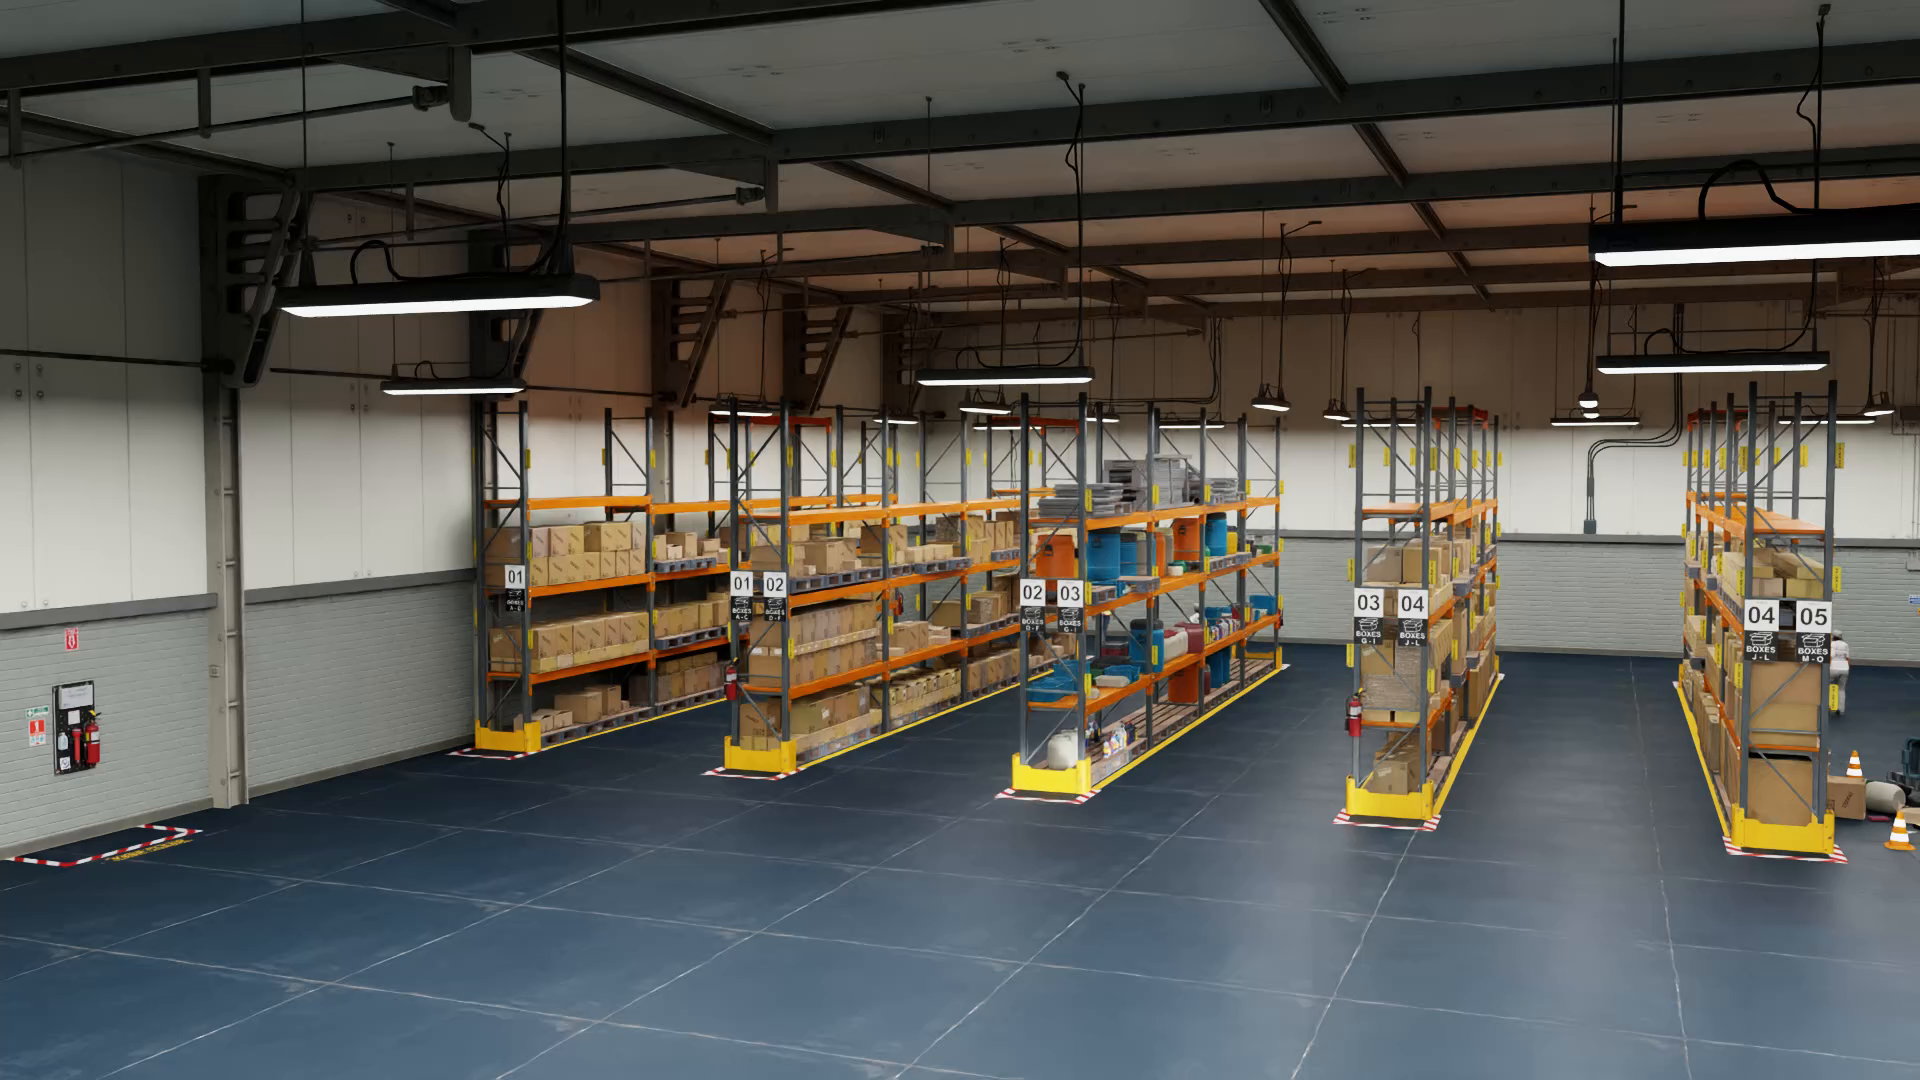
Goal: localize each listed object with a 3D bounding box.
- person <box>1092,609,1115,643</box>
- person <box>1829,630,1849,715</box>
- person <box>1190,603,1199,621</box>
[{"bbox_3d":[3.836,1.969,44.304,0.583,1.698,1.109,0,3,-8],"label":"person"},{"bbox_3d":[17.148,2.609,32.556,0.522,1.702,0.432,0,3,-6],"label":"person"},{"bbox_3d":[5.497,2.295,38.379,0.524,1.681,0.433,-1,3,-17],"label":"person"}]
